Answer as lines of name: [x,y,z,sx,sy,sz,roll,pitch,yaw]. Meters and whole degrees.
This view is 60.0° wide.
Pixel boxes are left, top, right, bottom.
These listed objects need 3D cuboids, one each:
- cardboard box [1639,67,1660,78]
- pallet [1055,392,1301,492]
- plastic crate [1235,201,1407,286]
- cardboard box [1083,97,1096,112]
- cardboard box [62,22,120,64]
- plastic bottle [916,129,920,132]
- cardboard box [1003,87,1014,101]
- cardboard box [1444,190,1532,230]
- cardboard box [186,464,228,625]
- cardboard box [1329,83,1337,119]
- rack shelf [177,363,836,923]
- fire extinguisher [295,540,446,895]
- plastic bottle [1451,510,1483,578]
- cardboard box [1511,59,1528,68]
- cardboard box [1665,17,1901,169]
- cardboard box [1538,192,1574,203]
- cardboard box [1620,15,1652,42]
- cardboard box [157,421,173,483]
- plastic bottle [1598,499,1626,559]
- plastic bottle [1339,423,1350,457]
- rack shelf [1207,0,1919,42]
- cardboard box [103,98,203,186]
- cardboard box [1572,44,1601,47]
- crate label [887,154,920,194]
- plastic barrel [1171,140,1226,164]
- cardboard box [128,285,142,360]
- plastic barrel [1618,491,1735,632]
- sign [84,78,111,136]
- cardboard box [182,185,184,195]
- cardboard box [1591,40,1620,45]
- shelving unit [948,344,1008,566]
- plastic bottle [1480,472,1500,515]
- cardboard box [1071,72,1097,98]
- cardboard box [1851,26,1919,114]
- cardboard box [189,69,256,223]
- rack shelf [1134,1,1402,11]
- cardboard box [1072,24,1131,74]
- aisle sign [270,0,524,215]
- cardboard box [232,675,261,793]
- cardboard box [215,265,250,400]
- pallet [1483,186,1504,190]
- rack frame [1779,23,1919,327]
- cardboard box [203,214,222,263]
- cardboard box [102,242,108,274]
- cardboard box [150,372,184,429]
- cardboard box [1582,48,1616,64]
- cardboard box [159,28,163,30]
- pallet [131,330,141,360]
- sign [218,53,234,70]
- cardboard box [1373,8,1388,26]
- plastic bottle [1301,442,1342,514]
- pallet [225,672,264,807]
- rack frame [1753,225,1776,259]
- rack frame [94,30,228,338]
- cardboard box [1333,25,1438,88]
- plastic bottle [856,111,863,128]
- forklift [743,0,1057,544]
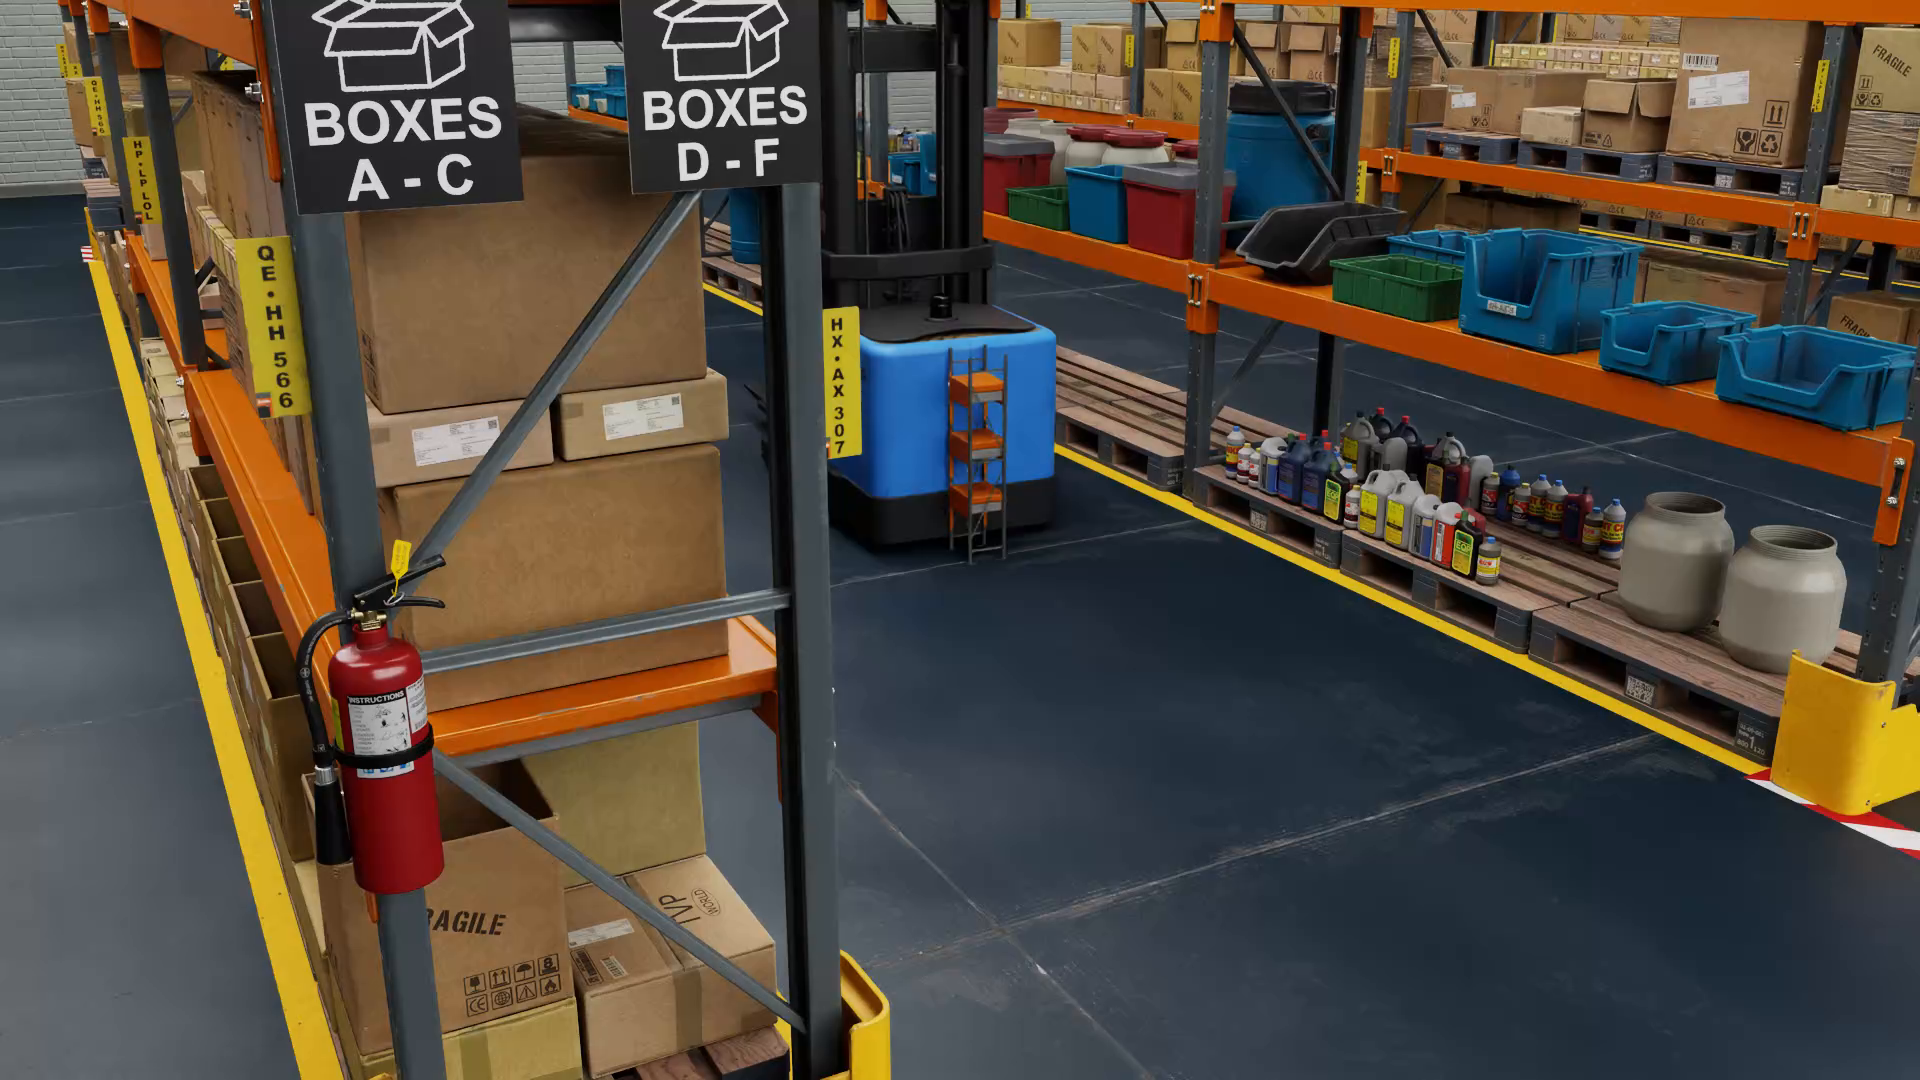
cardboard box: [7.459,-4.959,17.689,0.380,0.149,0.250,-10,21,-27]
pallet: [1.304,-0.618,10.100,1.003,0.211,1.213,-10,21,-27]
plastic crate: [1.848,-1.518,8.527,0.767,0.338,0.504,-10,21,-27]
cardboard box: [1.594,-4.847,18.463,0.380,0.149,0.250,-10,22,-28]
cardboard box: [-8.369,-4.748,16.105,0.500,0.500,0.500,-9,21,-25]
plastic bottle: [-0.352,-3.163,13.378,0.061,0.283,0.133,-10,21,-27]
cardboard box: [0.740,-5.363,19.959,0.380,0.149,0.250,-10,22,-28]
cardboard box: [4.515,-2.826,14.230,0.500,0.250,0.500,-9,21,-24]
cardboard box: [-2.705,-0.023,6.520,0.500,0.500,0.500,-10,21,-27]
cardboard box: [3.487,-3.927,15.261,0.500,0.500,0.500,-10,22,-27]
rack shelf: [-1.700,-0.037,5.242,1.077,0.370,4.000,-10,21,-27]
fire extinguisher: [-1.103,0.340,3.167,0.296,0.674,0.183,-10,21,-27]
plastic bottle: [2.281,0.017,7.473,0.061,0.283,0.133,-9,21,-25]
cardboard box: [6.592,-5.482,19.205,0.380,0.149,0.250,-10,22,-28]
cardboard box: [5.816,-3.216,11.790,1.000,1.000,1.000,-10,21,-26]
cardboard box: [7.055,-4.132,19.196,0.500,0.500,0.500,-9,21,-24]
cardboard box: [9.811,-7.365,23.692,0.500,0.500,0.500,-10,21,-26]
cardboard box: [-4.067,-0.510,9.082,0.500,0.250,0.500,-11,22,-28]
plastic bottle: [3.024,-0.056,7.703,0.097,0.271,0.097,0,19,0]
plastic bottle: [2.158,-0.546,9.232,0.097,0.201,0.097,0,19,0]
rack shelf: [2.661,-2.221,6.973,1.077,0.370,4.000,-10,21,-27]
cardboard box: [-4.947,-2.508,10.505,0.500,0.500,0.700,16,25,39]
cardboard box: [7.296,-5.645,19.221,0.380,0.149,0.250,-11,22,-28]
crate label: [-0.318,-2.607,11.846,0.303,0.233,0.416,-10,21,-27]
plastic barrel: [1.450,-2.090,9.881,0.433,0.535,0.433,0,19,0]
cardboard box: [-5.445,-1.506,11.556,0.500,0.500,0.500,-11,22,-29]
plastic barrel: [2.993,0.088,6.949,0.421,0.512,0.421,0,19,0]
sign: [-5.022,-2.522,9.689,0.100,0.325,0.005,-10,21,-27]
cardboard box: [-4.415,-1.946,9.809,0.500,0.311,0.500,-9,21,-23]
cardboard box: [9.559,-7.039,24.280,0.500,0.500,0.500,-10,21,-27]
shelving unit: [0.087,-0.420,8.238,0.215,1.050,0.252,-8,21,-22]
plastic bottle: [2.669,-0.237,8.336,0.097,0.201,0.097,0,19,0]
cardboard box: [1.583,-5.085,18.543,0.500,0.250,0.500,-9,21,-25]
cardboard box: [6.060,-2.976,10.516,0.500,0.500,0.500,-10,21,-27]
cardboard box: [-2.433,-1.485,6.195,0.700,0.500,0.500,-10,21,-26]
rack shelf: [3.221,-5.285,15.852,1.077,0.370,4.000,-10,21,-27]
cardboard box: [1.584,-5.440,18.423,0.500,0.500,0.500,-10,21,-26]
aisle sign: [-0.977,-0.967,2.851,0.394,0.787,0.004,-10,21,-27]
cardboard box: [-2.230,0.619,5.810,0.500,0.250,0.500,-10,21,-27]
cardboard box: [-2.433,-0.872,6.406,0.700,0.500,0.500,-11,22,-28]
pallet: [6.334,-4.389,21.028,1.003,0.211,1.213,-10,21,-27]
rack frame: [6.070,-2.484,11.233,1.000,3.000,0.127,-10,21,-27]
cardboard box: [-2.573,-1.126,6.148,0.380,0.149,0.250,-10,21,-26]
cardboard box: [-7.325,-2.519,14.782,0.500,0.311,0.500,-10,21,-27]
cardboard box: [-4.062,-0.771,8.979,0.500,0.311,0.500,-11,22,-28]
cardboard box: [7.082,-5.326,18.296,0.380,0.149,0.250,-9,21,-25]
cardboard box: [-6.914,-4.242,14.640,0.500,0.500,0.500,-11,22,-28]
pallet: [-6.029,-1.702,13.239,1.003,0.211,1.213,-10,21,-27]
sign: [-5.962,-3.882,13.508,0.100,0.325,0.005,-10,21,-27]
cardboard box: [5.482,-6.717,21.356,0.500,0.500,0.500,-11,22,-28]
plastic bottle: [1.819,-0.323,8.355,0.144,0.351,0.185,-11,22,-29]
pallet: [-2.309,0.602,6.563,1.003,0.211,1.213,-10,21,-27]
rack frame: [8.584,-4.372,16.703,1.000,3.000,0.127,-10,21,-27]
rack frame: [-4.549,-2.099,10.117,1.000,3.000,0.127,-10,21,-27]
cardboard box: [3.838,-4.367,14.996,0.797,0.503,0.637,-9,21,-25]
plastic bottle: [-0.840,-3.461,14.139,0.144,0.351,0.185,-10,21,-27]
forklift: [-0.532,-1.807,9.375,1.130,2.935,3.031,-8,21,-22]
